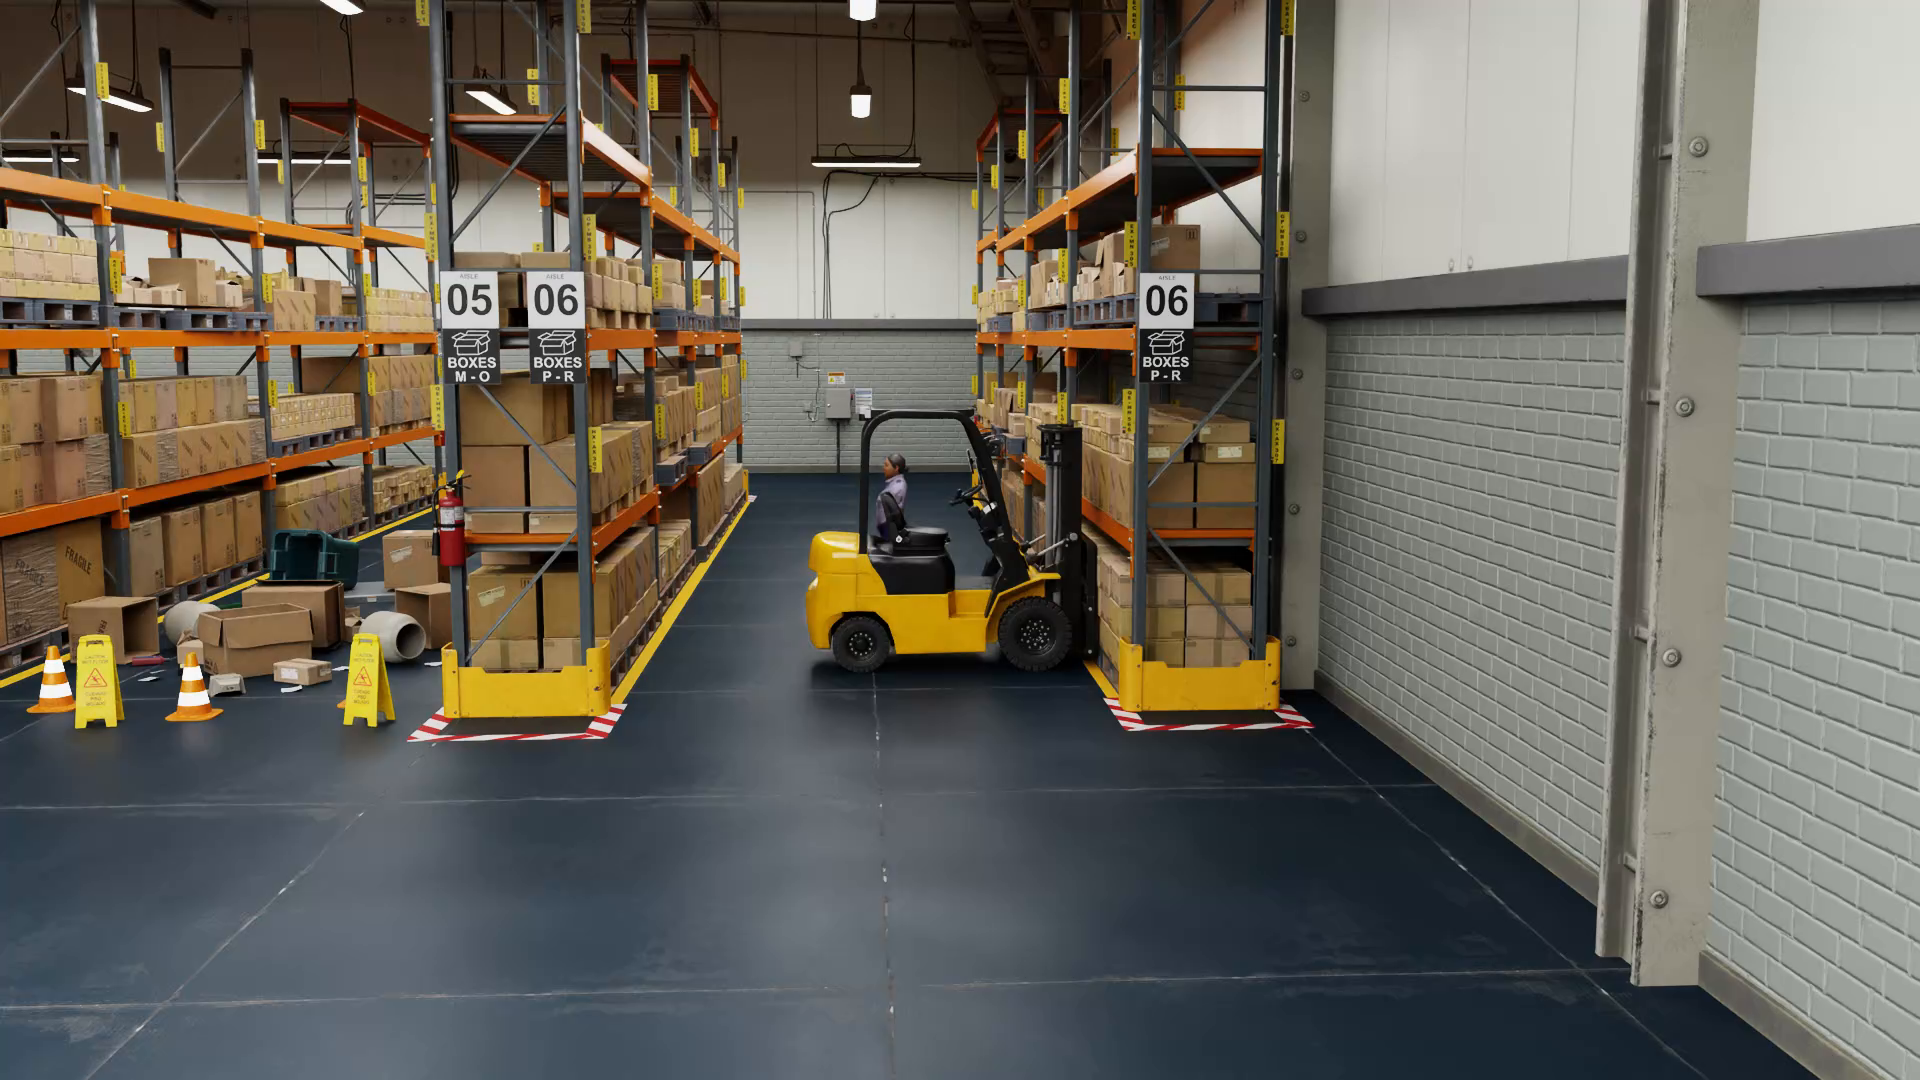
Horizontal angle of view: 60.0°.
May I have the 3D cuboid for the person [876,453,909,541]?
[{"bbox_3d":[-0.657,-0.005,15.850,0.422,1.646,0.470,0,7,-2],"label":"person"}]
